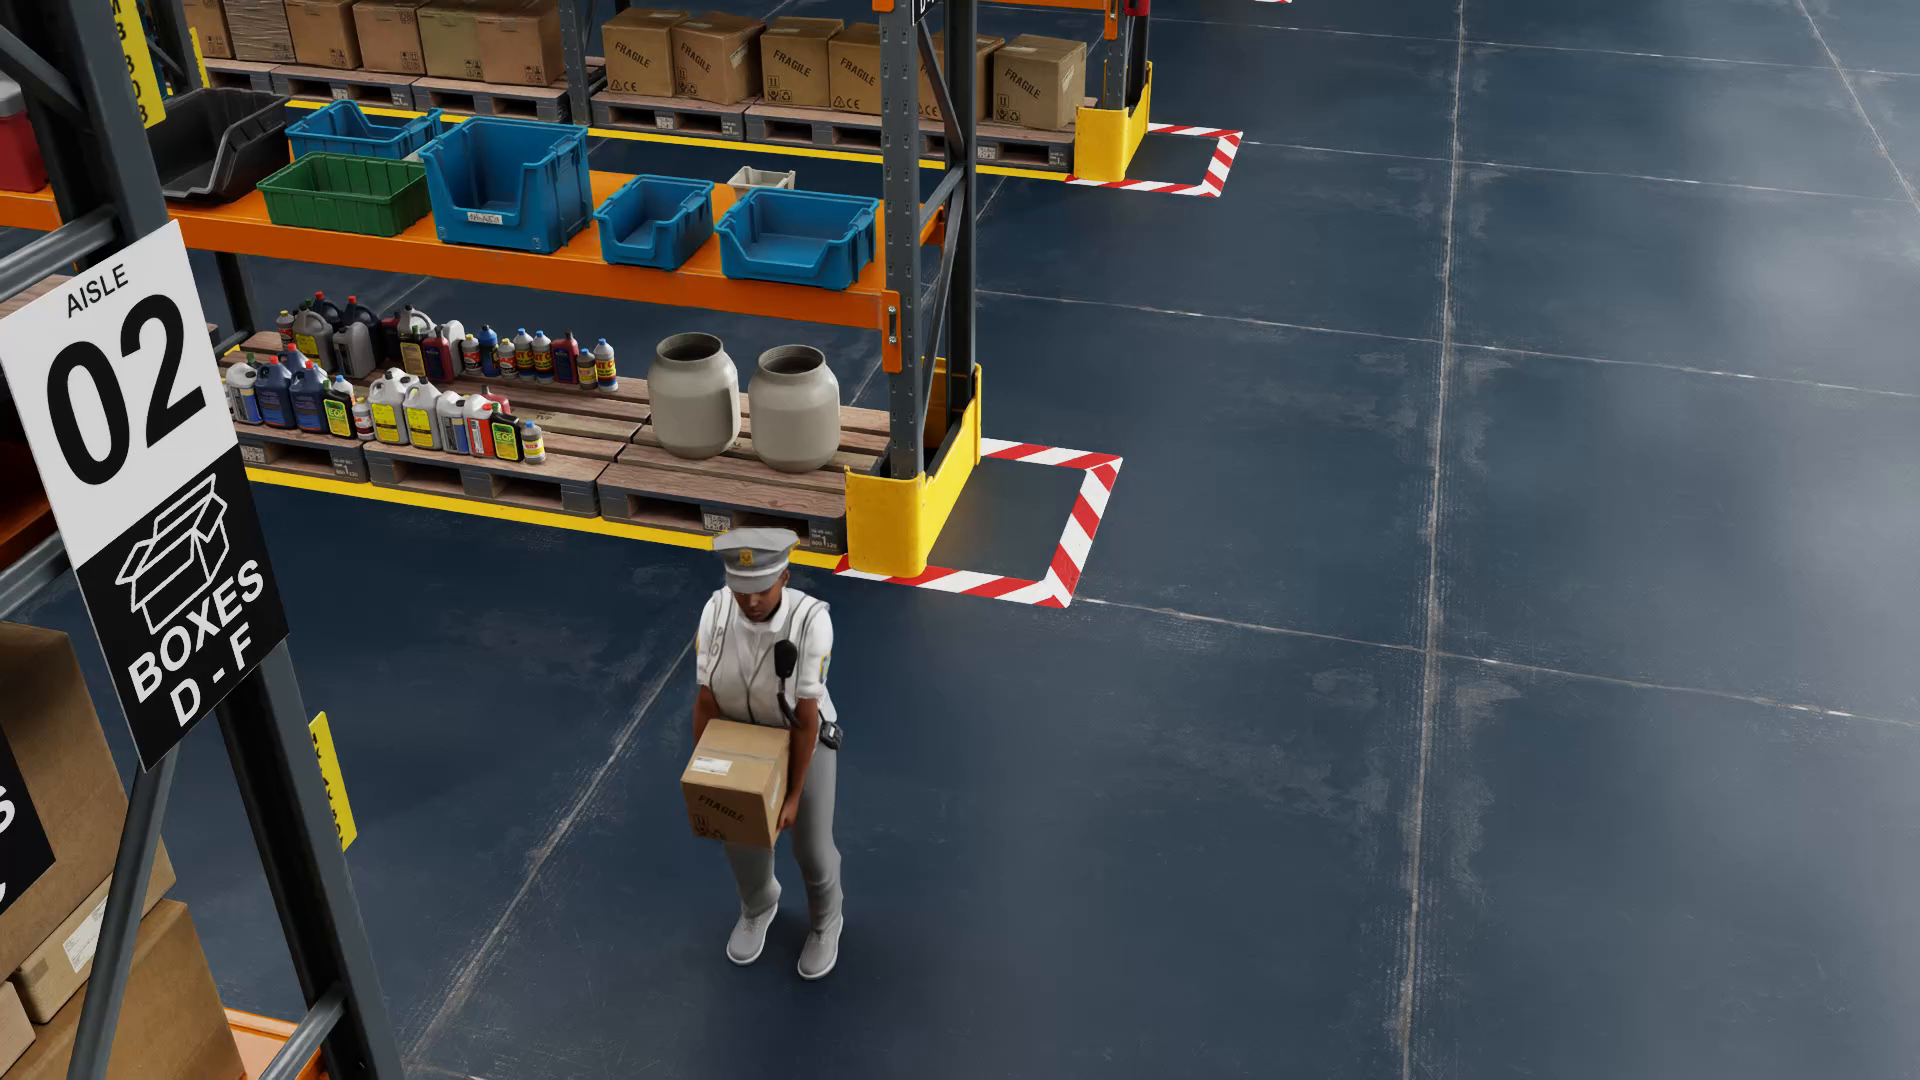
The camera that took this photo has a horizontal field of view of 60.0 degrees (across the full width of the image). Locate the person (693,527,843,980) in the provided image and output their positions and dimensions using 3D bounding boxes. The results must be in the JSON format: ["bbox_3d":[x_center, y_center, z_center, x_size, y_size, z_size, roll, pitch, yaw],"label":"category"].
[{"bbox_3d":[-0.588,0.685,5.081,0.416,1.677,0.537,8,34,11],"label":"person"}]
